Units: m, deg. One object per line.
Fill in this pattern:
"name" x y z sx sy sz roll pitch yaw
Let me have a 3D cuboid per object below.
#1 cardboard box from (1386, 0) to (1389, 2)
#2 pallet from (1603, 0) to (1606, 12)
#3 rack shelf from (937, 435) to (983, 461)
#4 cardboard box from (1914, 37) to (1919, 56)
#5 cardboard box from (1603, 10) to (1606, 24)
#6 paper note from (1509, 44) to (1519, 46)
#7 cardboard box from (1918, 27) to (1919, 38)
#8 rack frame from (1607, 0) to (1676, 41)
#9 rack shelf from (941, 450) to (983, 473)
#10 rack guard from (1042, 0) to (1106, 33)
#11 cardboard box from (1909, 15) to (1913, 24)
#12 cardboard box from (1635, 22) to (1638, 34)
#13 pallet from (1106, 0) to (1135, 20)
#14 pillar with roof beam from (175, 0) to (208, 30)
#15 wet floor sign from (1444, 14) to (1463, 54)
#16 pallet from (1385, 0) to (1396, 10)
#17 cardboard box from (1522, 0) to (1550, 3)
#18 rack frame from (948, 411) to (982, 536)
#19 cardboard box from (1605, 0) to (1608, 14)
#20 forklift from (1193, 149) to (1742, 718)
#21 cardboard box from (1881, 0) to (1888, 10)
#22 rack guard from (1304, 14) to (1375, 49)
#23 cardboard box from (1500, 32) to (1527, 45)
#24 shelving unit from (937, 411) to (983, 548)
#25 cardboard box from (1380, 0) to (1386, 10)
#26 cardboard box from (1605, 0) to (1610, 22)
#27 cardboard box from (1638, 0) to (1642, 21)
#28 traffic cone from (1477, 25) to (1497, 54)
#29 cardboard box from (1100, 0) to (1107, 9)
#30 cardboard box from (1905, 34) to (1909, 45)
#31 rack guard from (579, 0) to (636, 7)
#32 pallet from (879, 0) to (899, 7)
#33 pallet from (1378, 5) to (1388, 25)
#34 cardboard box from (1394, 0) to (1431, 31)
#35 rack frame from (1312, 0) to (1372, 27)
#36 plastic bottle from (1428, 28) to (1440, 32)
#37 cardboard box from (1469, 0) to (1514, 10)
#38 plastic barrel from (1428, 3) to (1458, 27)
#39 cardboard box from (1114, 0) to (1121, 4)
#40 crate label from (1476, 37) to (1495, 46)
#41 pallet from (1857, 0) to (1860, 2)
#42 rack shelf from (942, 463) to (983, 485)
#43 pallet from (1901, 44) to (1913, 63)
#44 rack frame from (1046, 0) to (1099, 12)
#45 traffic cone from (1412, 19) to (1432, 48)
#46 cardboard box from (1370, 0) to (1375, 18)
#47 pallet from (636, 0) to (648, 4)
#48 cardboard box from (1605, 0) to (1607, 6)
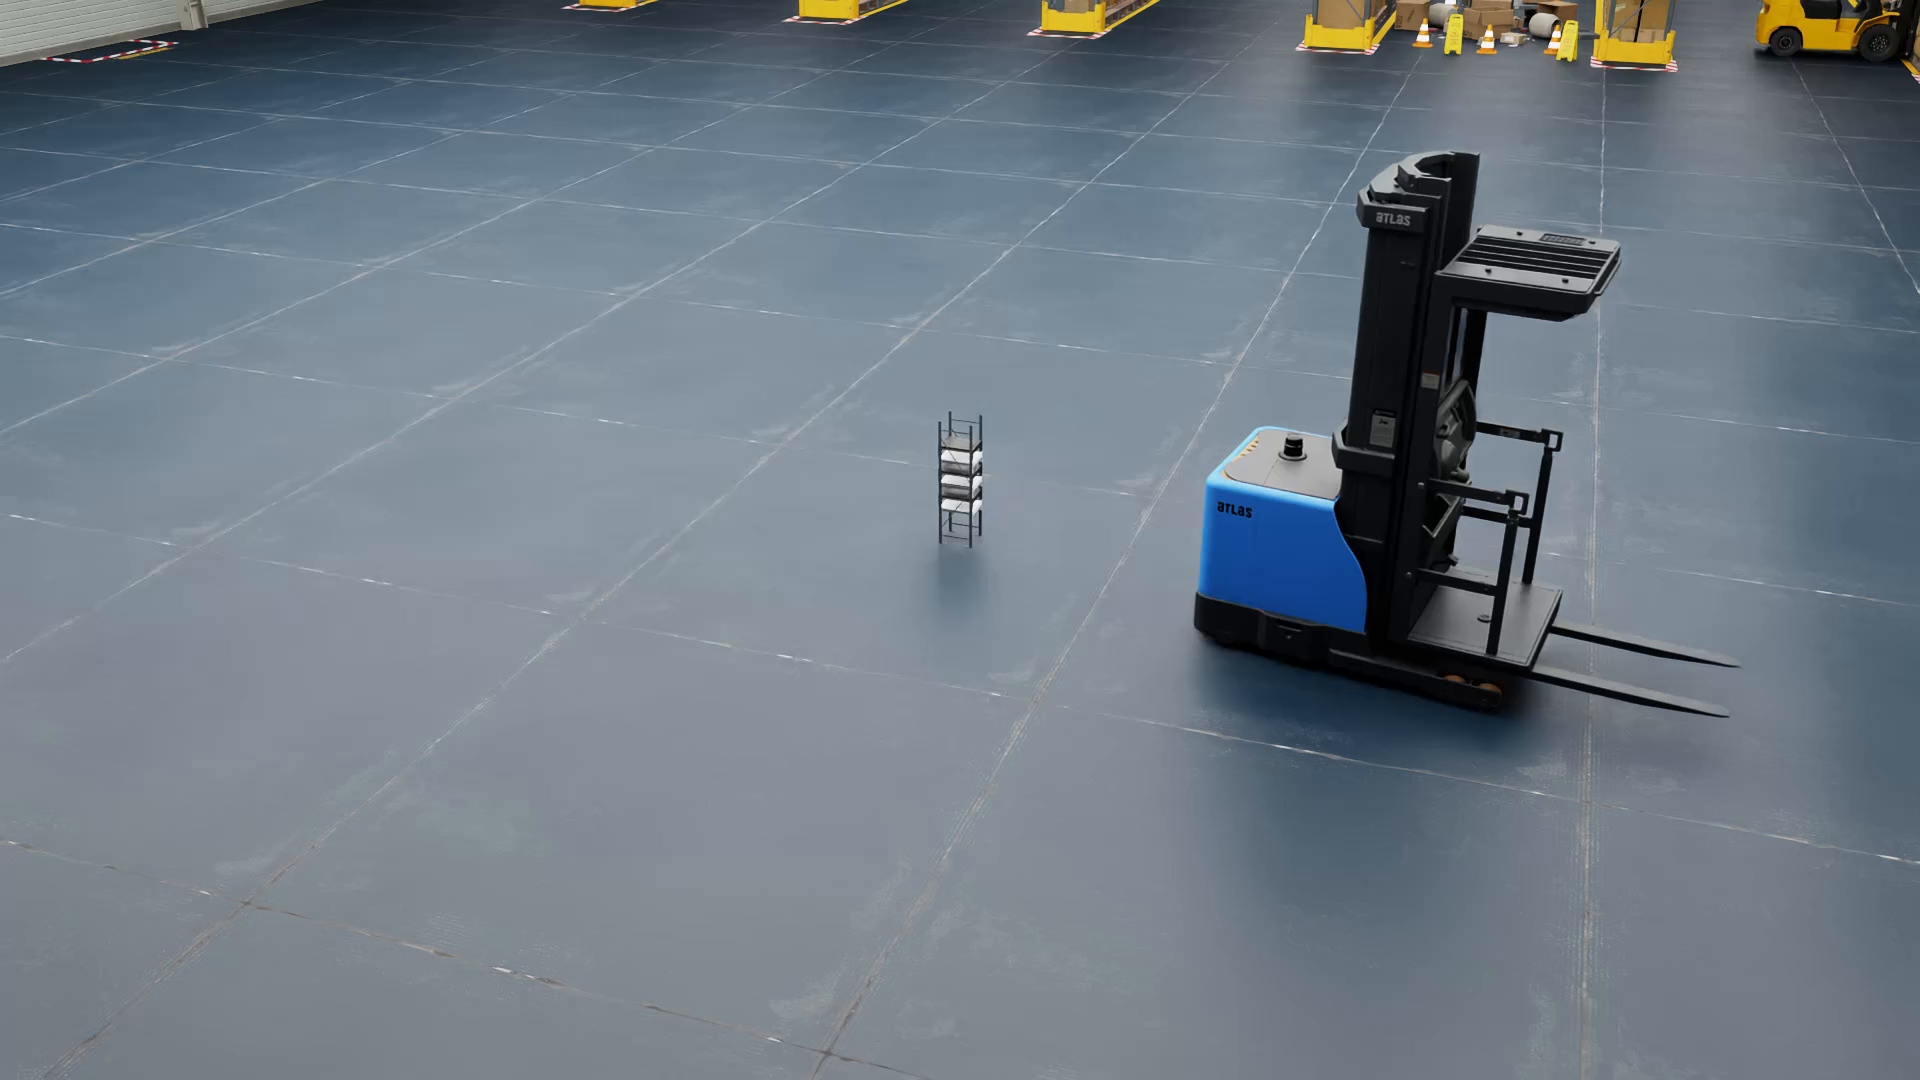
"cardboard box" 8.200 -11.259 33.386 1.050 0.750 0.750 9 27 17
"pallet" 13.442 -10.707 33.344 1.003 0.211 1.213 9 27 17
"rack shelf" 0.003 -0.621 11.181 0.258 0.077 0.200 9 27 17
"cardboard box" 16.164 -8.170 27.578 0.500 0.250 0.500 9 27 17
"cardboard box" 12.162 -9.666 30.668 0.500 0.250 0.500 10 28 20
"paper note" 9.886 -8.835 29.687 0.148 0.019 0.142 0 26 -1
"cardboard box" 16.175 -8.403 27.486 0.500 0.250 0.500 8 27 17
"rack frame" 11.449 -9.495 27.641 1.000 3.000 0.127 9 27 17
"rack shelf" 0.003 -0.540 11.220 0.258 0.077 0.200 9 27 17
"rack guard" 2.129 -9.838 31.219 1.175 0.500 0.348 9 27 17
"cardboard box" 16.497 -8.823 28.354 0.500 0.250 0.500 9 27 17
"cardboard box" 12.325 -9.172 29.649 0.500 0.250 0.500 11 28 21
"pallet" 2.840 -10.536 32.993 1.003 0.211 1.213 9 27 17
"pillar with roof beam" -10.429 -13.110 28.224 9.100 9.000 0.400 9 27 17
"wet floor sign" 8.605 -8.812 28.934 0.267 0.644 0.232 4 26 8
"pallet" 8.264 -10.888 33.718 1.003 0.211 1.213 9 27 17
"cardboard box" 11.091 -10.600 31.924 0.500 0.500 0.500 9 27 17
"rack frame" 0.037 -0.450 11.371 0.240 0.900 0.006 9 27 17
"cardboard box" 11.988 -9.790 30.063 0.500 0.500 0.500 10 28 20
"forklift" 2.981 -0.602 9.354 3.031 2.935 1.130 13 29 25
"cardboard box" 18.139 -10.383 31.720 0.875 0.625 0.625 8 27 15
"rack guard" 6.739 -9.036 29.563 1.175 0.500 0.348 9 27 17
"cardboard box" 9.980 -9.043 29.980 0.250 0.149 0.380 -20 33 -36
"shelving unit" 0.003 -0.408 11.284 0.258 0.900 0.210 9 27 17
"cardboard box" 7.803 -10.799 32.292 0.875 0.875 0.875 9 27 18
"cardboard box" 11.640 -9.366 29.188 0.500 0.500 0.500 10 28 19
"cardboard box" 12.155 -9.300 29.053 0.500 0.500 0.500 8 27 16
"traffic cone" 9.216 -8.738 28.989 0.336 0.463 0.334 9 27 17
"cardboard box" 2.494 -10.500 32.105 0.500 0.500 0.500 17 30 31
"cardboard box" 16.490 -8.591 28.448 0.500 0.250 0.500 10 27 19
"rack guard" -7.245 -11.235 34.104 1.175 0.500 0.348 9 27 17
"pallet" -1.903 -11.266 34.499 1.003 0.211 1.213 9 27 17
"pallet" 7.752 -10.258 32.419 1.003 0.211 1.213 9 27 17
"cardboard box" 8.529 -9.904 31.352 0.500 0.500 0.500 14 29 26
"rack frame" 6.747 -10.171 29.038 1.000 3.000 0.127 9 27 17
"plastic bottle" 8.821 -9.546 31.119 0.283 0.061 0.133 0 26 -1
"cardboard box" 9.949 -9.907 31.201 0.797 0.637 0.503 9 27 17
"plastic barrel" 9.147 -9.967 31.572 0.421 0.421 0.512 -14 29 -27
"cardboard box" 2.948 -10.978 33.091 0.500 0.500 0.500 6 27 13
"crate label" 9.419 -8.923 29.746 0.250 0.136 0.298 -5 26 -9
"pallet" 19.077 -11.110 34.178 1.003 0.211 1.213 9 27 17
"rack shelf" 0.003 -0.459 11.260 0.258 0.077 0.200 9 27 17
"pallet" 16.753 -8.341 28.459 1.003 0.211 1.213 9 27 17
"rack frame" 2.104 -10.932 30.610 1.000 3.000 0.127 9 27 17
"traffic cone" 8.263 -9.041 29.616 0.336 0.463 0.334 9 27 17
"cardboard box" 7.201 -10.054 30.752 0.875 0.875 0.875 8 27 17
"pallet" -7.022 -11.435 34.849 1.003 0.211 1.213 9 27 17
"cardboard box" 12.329 -10.224 30.961 0.500 0.500 0.500 10 28 20
